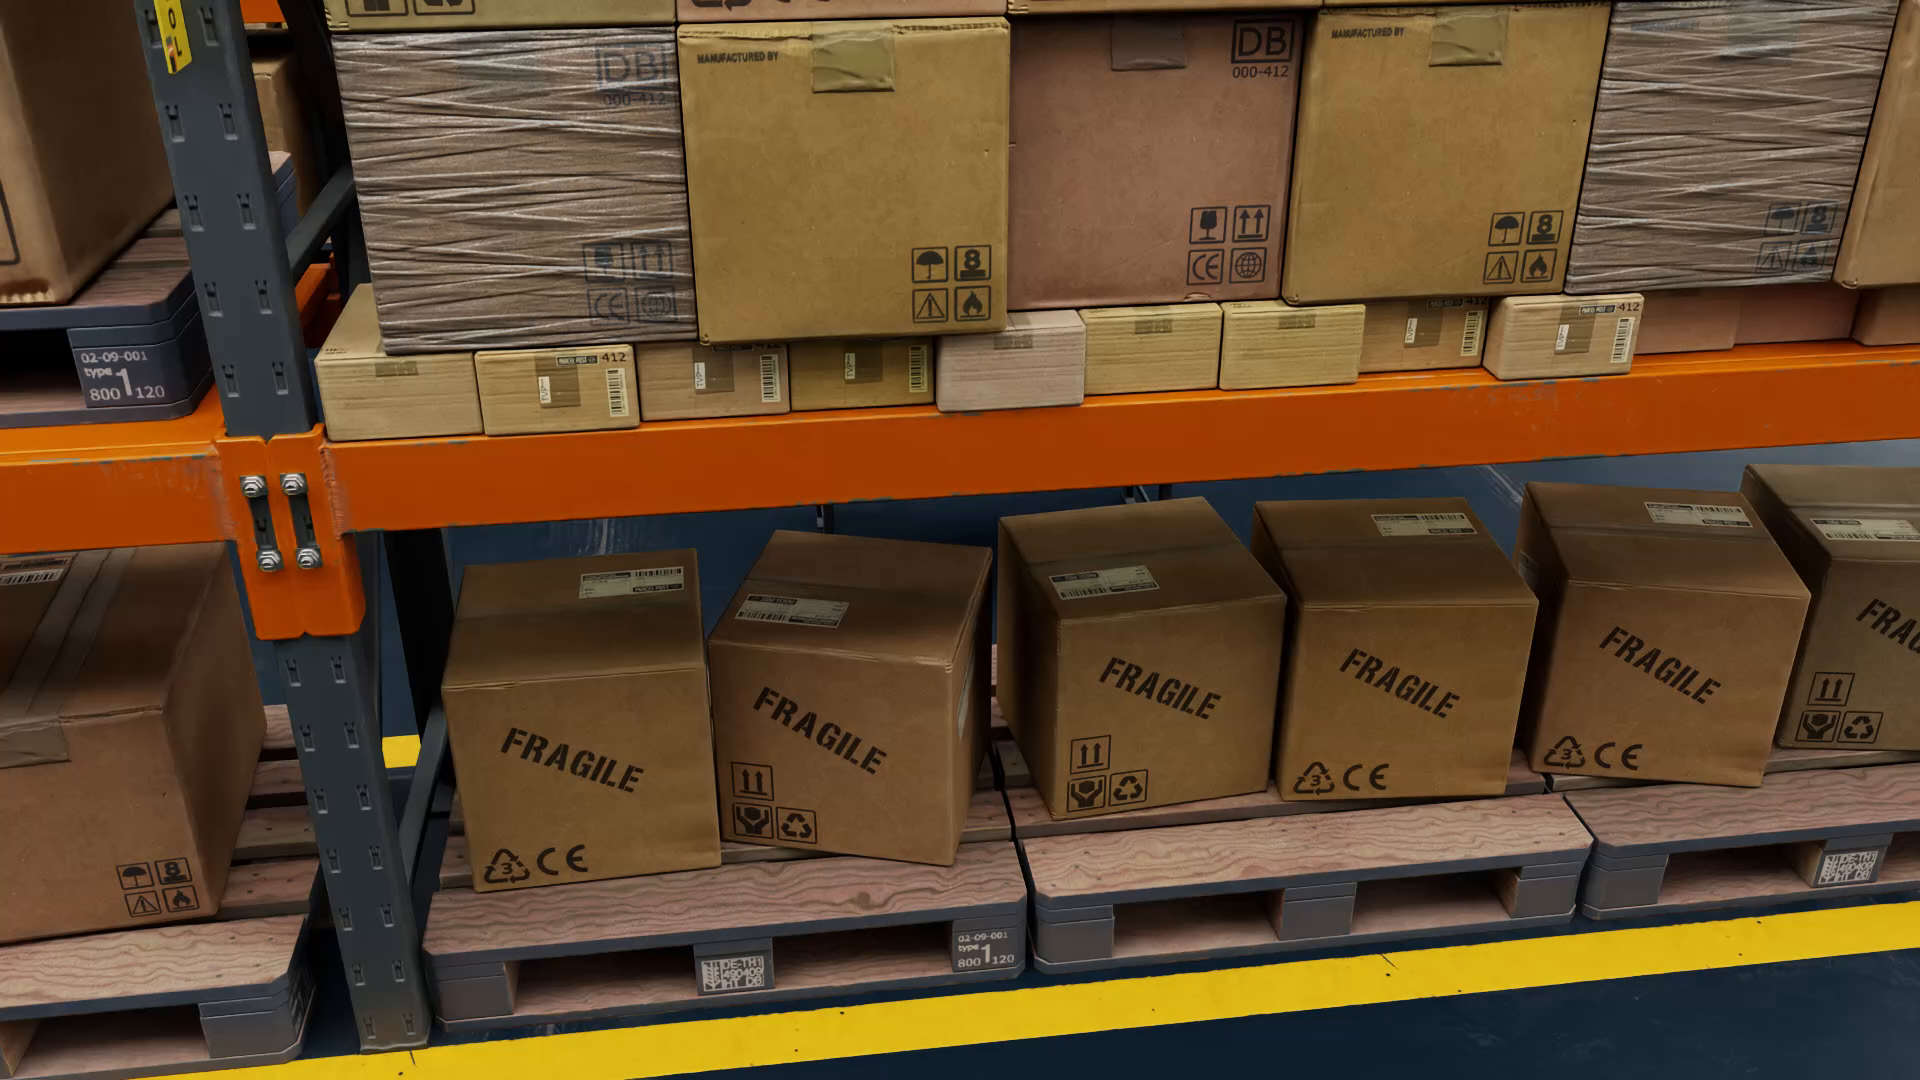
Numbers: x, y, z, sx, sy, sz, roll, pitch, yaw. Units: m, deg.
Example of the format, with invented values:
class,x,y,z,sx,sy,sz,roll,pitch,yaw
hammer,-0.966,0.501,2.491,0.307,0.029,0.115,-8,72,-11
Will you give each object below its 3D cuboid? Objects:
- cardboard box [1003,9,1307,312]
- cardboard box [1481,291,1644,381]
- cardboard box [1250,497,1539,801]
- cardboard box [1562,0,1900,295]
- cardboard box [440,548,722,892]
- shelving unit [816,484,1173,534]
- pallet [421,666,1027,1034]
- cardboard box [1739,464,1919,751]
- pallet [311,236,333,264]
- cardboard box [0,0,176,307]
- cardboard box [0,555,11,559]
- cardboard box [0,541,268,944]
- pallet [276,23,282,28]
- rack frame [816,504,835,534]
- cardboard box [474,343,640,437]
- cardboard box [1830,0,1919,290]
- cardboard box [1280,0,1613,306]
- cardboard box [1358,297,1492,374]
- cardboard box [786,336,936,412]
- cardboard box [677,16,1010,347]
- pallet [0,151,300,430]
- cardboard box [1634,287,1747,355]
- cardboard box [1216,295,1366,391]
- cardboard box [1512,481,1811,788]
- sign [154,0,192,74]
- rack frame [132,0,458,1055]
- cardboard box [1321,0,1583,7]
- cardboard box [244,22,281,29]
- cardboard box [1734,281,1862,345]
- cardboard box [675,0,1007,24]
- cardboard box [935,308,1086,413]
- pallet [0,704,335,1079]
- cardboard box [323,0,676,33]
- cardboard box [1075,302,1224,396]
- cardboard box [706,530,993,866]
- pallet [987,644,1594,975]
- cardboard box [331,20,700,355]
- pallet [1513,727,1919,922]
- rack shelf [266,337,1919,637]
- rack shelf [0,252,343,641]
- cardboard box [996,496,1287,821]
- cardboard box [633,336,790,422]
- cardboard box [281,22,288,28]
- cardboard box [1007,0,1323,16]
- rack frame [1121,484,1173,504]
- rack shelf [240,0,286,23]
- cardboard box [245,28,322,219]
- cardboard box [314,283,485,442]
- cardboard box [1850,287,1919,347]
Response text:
class,x,y,z,sx,sy,sz,roll,pitch,yaw
cardboard box,0.250,-0.821,3.128,0.500,0.500,0.875,-4,27,-7
cardboard box,1.052,-0.438,3.094,0.250,0.149,0.380,-4,27,-7
cardboard box,0.945,0.238,3.779,0.500,0.500,0.500,-1,27,-2
cardboard box,1.248,-0.860,3.206,0.500,0.500,0.875,-4,27,-7
cardboard box,-0.784,0.368,3.525,0.500,0.500,0.500,-4,28,-9
shelving unit,0.084,-0.673,4.918,1.048,1.500,0.538,-4,27,-7
pallet,-0.525,0.632,3.787,1.213,0.211,1.003,-4,27,-7
cardboard box,2.155,0.153,3.944,0.500,0.500,0.500,1,27,2
pallet,-2.530,-1.475,7.893,1.213,0.211,1.003,-4,27,-7
cardboard box,-1.991,-1.016,2.828,1.000,1.000,1.000,-3,27,-7
cardboard box,-2.271,0.418,3.407,0.500,0.500,0.700,-4,27,-7
cardboard box,-1.796,0.396,3.449,0.500,0.500,0.700,-6,28,-11
pallet,-4.547,-3.660,12.152,1.213,0.211,1.003,-4,27,-7
rack frame,-0.419,-0.640,4.855,0.032,1.500,0.500,-4,27,-7
cardboard box,-0.681,-0.326,2.875,0.250,0.149,0.380,-4,27,-7
cardboard box,1.749,-0.873,3.230,0.500,0.500,0.875,-4,27,-7
cardboard box,0.751,-0.834,3.154,0.500,0.500,0.875,-4,27,-7
cardboard box,0.794,-0.454,3.124,0.250,0.149,0.380,-4,27,-7
cardboard box,-0.191,-0.375,2.969,0.250,0.149,0.380,-4,27,-7
cardboard box,-0.231,-0.743,2.978,0.500,0.500,0.875,-4,27,-7
pallet,-1.962,-0.482,3.113,1.213,0.211,1.003,-4,27,-7
cardboard box,1.287,-0.494,3.203,0.250,0.149,0.380,-4,27,-7
cardboard box,0.553,-0.417,3.053,0.250,0.149,0.380,-4,27,-7
cardboard box,1.568,0.207,3.840,0.500,0.500,0.500,3,27,6
sign,-1.104,-0.814,2.283,0.005,0.325,0.100,-4,27,-7
rack frame,-1.185,-0.550,3.036,0.127,3.000,1.000,-4,27,-7
cardboard box,0.779,-1.186,2.745,0.500,0.500,0.500,-4,27,-7
cardboard box,-5.236,-3.875,11.935,0.625,0.372,0.950,-4,27,-8
cardboard box,1.531,-0.520,3.253,0.250,0.149,0.380,-4,27,-7
cardboard box,-0.209,-1.118,2.612,0.500,0.500,0.500,-4,27,-7
cardboard box,0.062,-0.372,2.964,0.250,0.149,0.380,-4,27,-7
pallet,-1.956,0.741,3.575,1.213,0.211,1.003,-4,27,-7
cardboard box,-0.704,-1.085,2.549,0.500,0.500,0.500,-4,27,-7
cardboard box,0.304,-0.407,3.032,0.250,0.149,0.380,-4,27,-7
cardboard box,-0.217,0.328,3.603,0.500,0.500,0.500,5,28,9
pallet,0.686,0.553,3.941,1.213,0.211,1.003,-4,27,-7
cardboard box,-0.731,-0.727,2.947,0.500,0.500,0.875,-4,27,-7
pallet,1.891,0.477,4.090,1.213,0.211,1.003,-4,27,-7
rack shelf,0.795,-0.357,3.448,4.000,0.370,1.077,-4,27,-7
rack shelf,-3.166,-0.103,2.952,4.000,0.370,1.077,-4,27,-7
cardboard box,0.386,0.253,3.749,0.500,0.500,0.500,-6,28,-12
cardboard box,-0.437,-0.354,2.930,0.250,0.149,0.380,-4,27,-7
cardboard box,-4.485,-3.921,12.024,0.625,0.372,0.950,-3,27,-5
cardboard box,0.286,-1.149,2.674,0.500,0.500,0.500,-4,27,-7
rack frame,0.588,-0.705,4.981,0.032,1.500,0.500,-4,27,-7
rack shelf,-3.757,-2.351,7.335,4.000,0.370,1.077,-4,27,-7
cardboard box,-3.334,-1.845,7.564,0.750,0.750,1.050,-4,27,-7
cardboard box,-0.930,-0.316,2.855,0.250,0.149,0.380,-4,27,-7
cardboard box,1.785,-0.517,3.248,0.250,0.149,0.380,-4,27,-7
